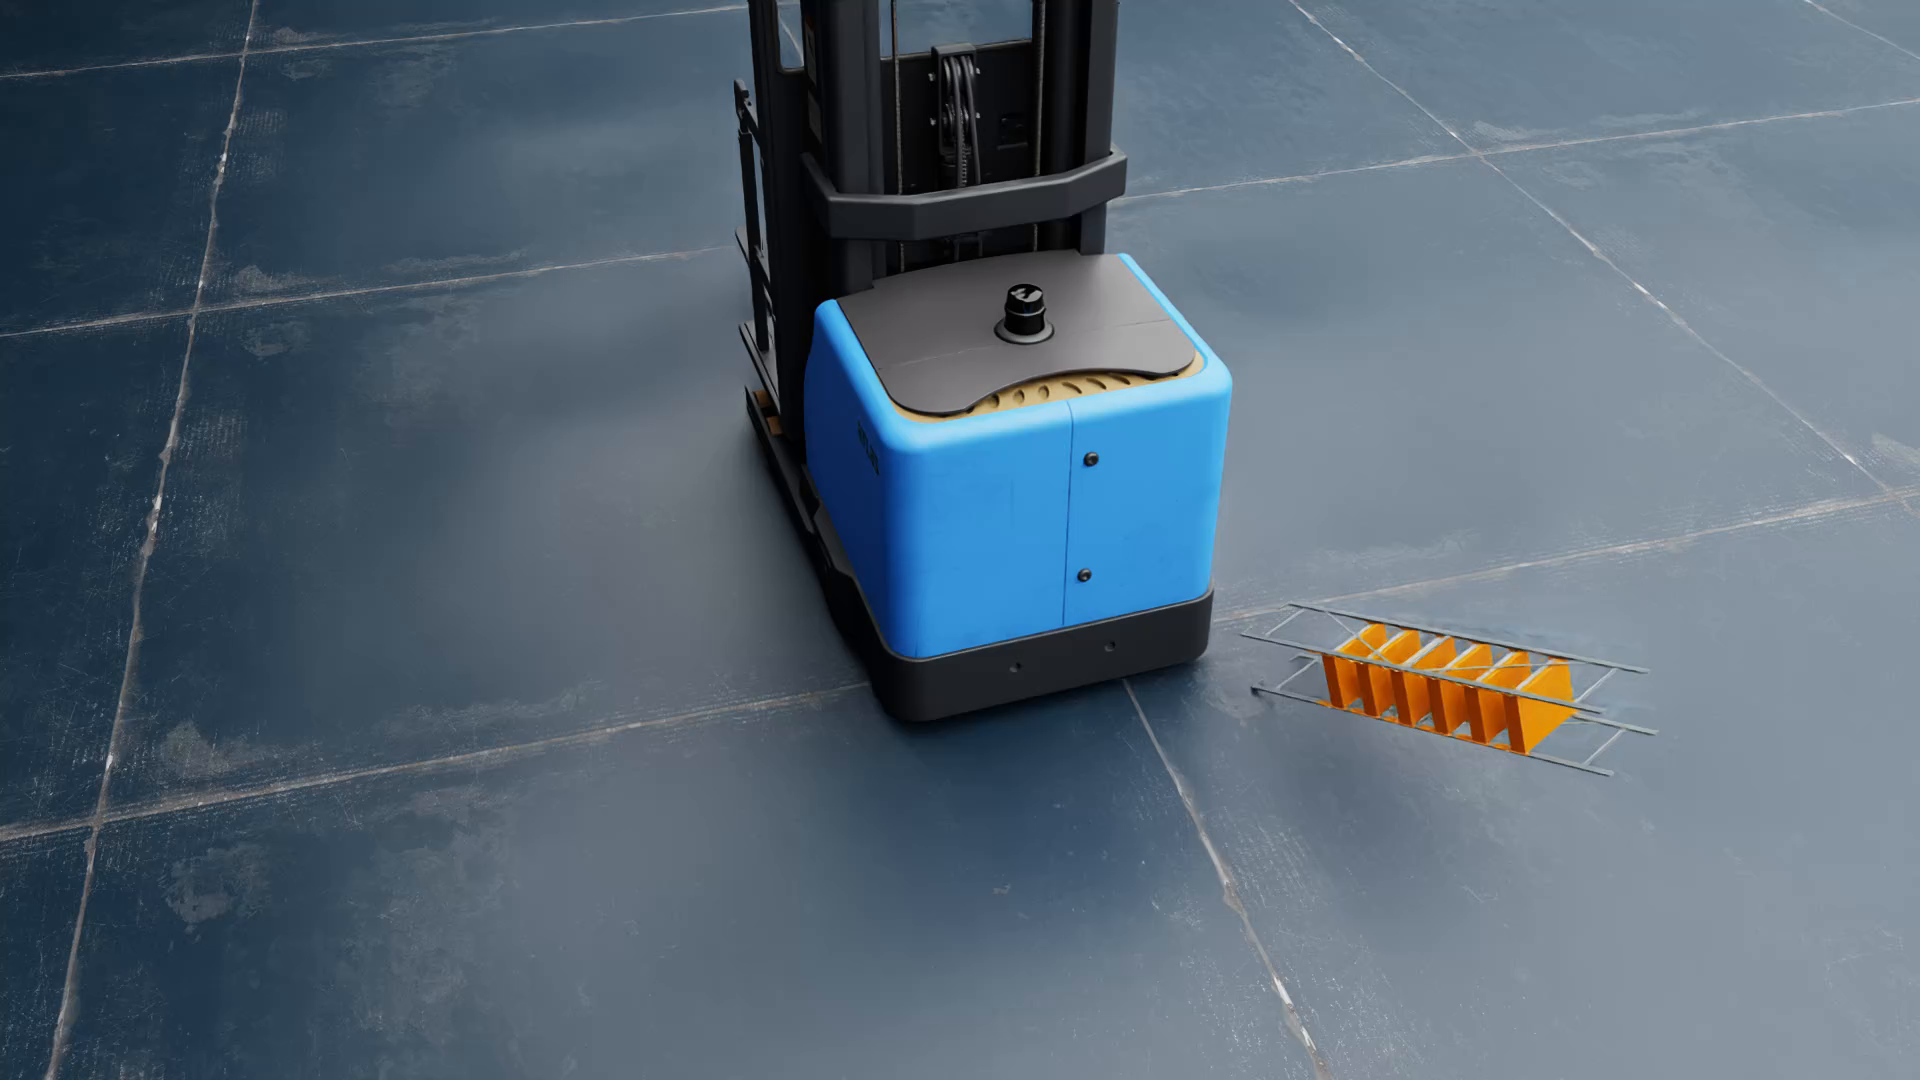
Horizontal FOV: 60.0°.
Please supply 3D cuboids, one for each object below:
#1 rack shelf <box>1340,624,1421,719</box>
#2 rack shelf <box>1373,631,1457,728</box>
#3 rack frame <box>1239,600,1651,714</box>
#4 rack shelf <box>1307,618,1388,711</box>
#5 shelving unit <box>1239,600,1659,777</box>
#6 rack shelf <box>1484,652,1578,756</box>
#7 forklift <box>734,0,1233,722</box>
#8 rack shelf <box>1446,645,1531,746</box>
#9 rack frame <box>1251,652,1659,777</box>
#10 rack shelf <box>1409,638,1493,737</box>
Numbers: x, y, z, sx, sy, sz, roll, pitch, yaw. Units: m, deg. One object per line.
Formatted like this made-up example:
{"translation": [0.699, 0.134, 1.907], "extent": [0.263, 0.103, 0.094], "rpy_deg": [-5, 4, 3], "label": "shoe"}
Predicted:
{"translation": [1.237, 0.376, 4.838], "extent": [0.258, 0.180, 0.103], "rpy_deg": [-29, 24, -32], "label": "rack shelf"}
{"translation": [1.312, 0.390, 4.746], "extent": [0.258, 0.180, 0.103], "rpy_deg": [-29, 24, -32], "label": "rack shelf"}
{"translation": [1.316, 0.313, 4.680], "extent": [0.240, 0.006, 1.200], "rpy_deg": [-29, 24, -32], "label": "rack frame"}
{"translation": [1.162, 0.361, 4.931], "extent": [0.258, 0.180, 0.103], "rpy_deg": [-29, 24, -32], "label": "rack shelf"}
{"translation": [1.339, 0.395, 4.711], "extent": [0.258, 0.189, 1.200], "rpy_deg": [-29, 24, -32], "label": "shelving unit"}
{"translation": [1.536, 0.433, 4.467], "extent": [0.258, 0.180, 0.103], "rpy_deg": [-29, 24, -32], "label": "rack shelf"}
{"translation": [-0.167, -1.524, 5.330], "extent": [1.130, 2.935, 3.031], "rpy_deg": [-11, 39, -14], "label": "forklift"}
{"translation": [1.461, 0.419, 4.560], "extent": [0.258, 0.180, 0.103], "rpy_deg": [-29, 24, -32], "label": "rack shelf"}
{"translation": [1.362, 0.478, 4.743], "extent": [0.240, 0.006, 1.200], "rpy_deg": [-29, 24, -32], "label": "rack frame"}
{"translation": [1.387, 0.404, 4.653], "extent": [0.258, 0.180, 0.103], "rpy_deg": [-29, 24, -32], "label": "rack shelf"}
